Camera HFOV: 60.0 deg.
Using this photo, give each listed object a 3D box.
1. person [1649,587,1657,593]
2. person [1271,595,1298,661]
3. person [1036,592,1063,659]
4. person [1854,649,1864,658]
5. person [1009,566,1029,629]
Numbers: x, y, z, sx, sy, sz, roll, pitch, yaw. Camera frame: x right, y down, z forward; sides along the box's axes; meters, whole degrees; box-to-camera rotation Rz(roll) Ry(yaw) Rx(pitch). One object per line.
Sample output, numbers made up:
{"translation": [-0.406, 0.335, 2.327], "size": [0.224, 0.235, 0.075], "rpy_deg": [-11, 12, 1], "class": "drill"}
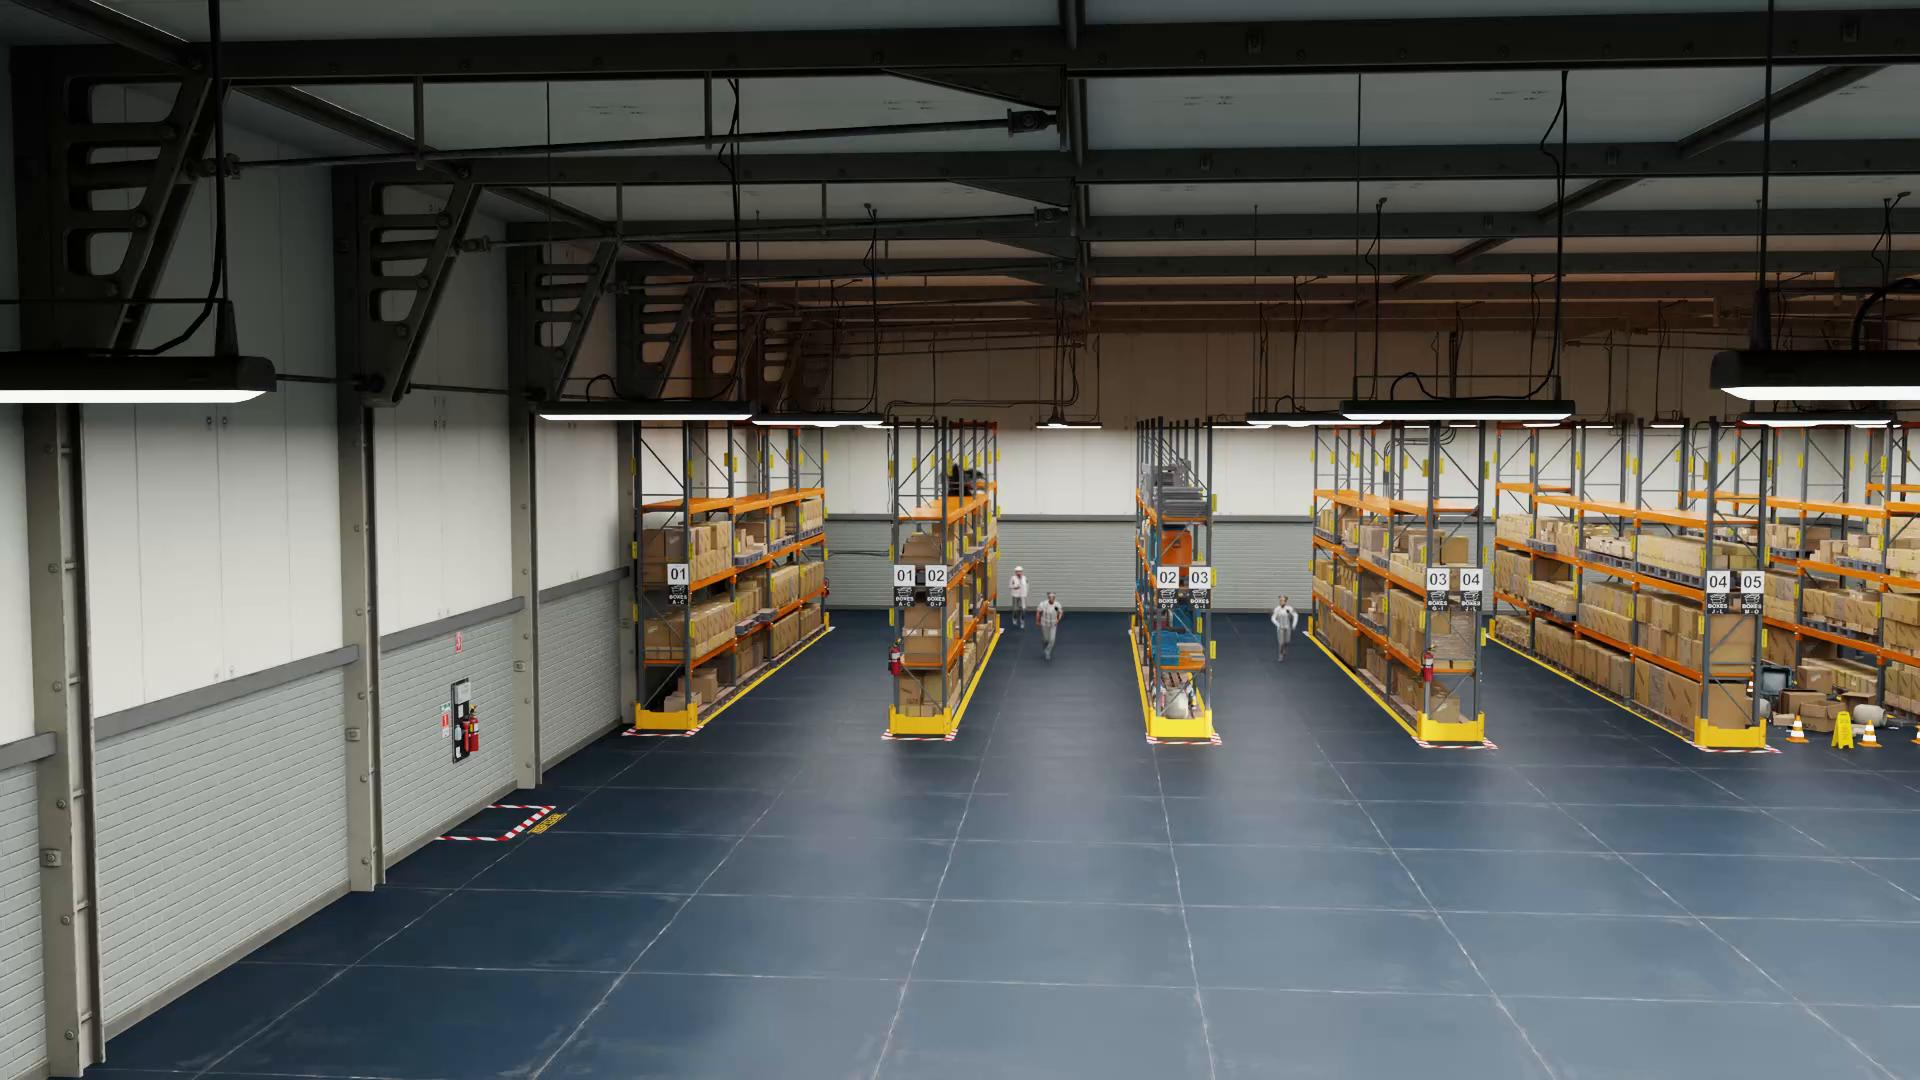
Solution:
{"translation": [17.545, 2.061, 42.162], "size": [0.690, 1.752, 1.063], "rpy_deg": [-1, 4, -11], "class": "person"}
{"translation": [8.080, 2.202, 41.417], "size": [0.651, 1.658, 0.592], "rpy_deg": [1, 4, 12], "class": "person"}
{"translation": [2.255, 2.133, 42.042], "size": [0.640, 1.713, 0.680], "rpy_deg": [-1, 4, -12], "class": "person"}
{"translation": [22.561, 2.192, 41.876], "size": [0.547, 1.564, 0.604], "rpy_deg": [-1, 4, -10], "class": "person"}
{"translation": [1.722, 1.671, 48.521], "size": [0.628, 1.833, 0.850], "rpy_deg": [0, 4, -7], "class": "person"}
